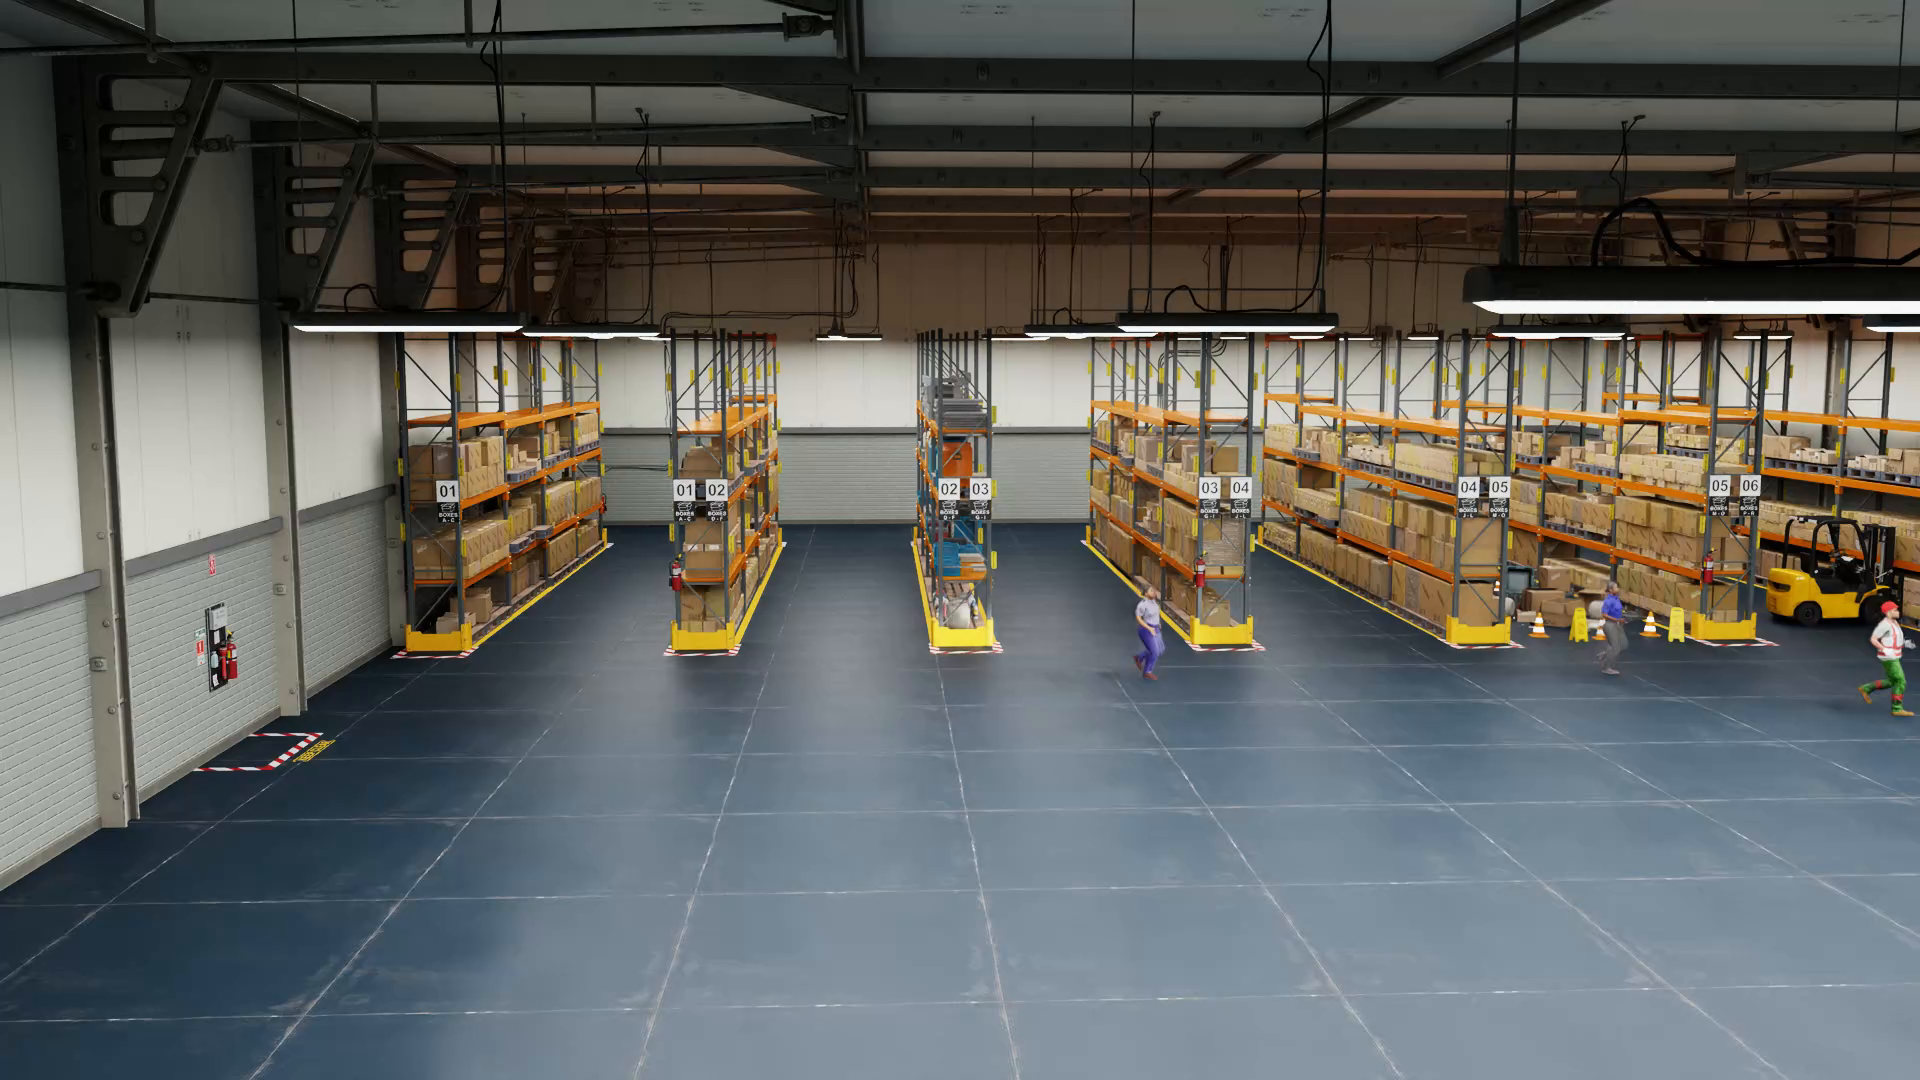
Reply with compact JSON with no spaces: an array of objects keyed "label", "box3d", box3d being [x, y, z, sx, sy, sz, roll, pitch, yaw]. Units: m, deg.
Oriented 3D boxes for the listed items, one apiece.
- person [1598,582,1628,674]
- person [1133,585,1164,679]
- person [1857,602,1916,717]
[{"label":"person","box3d":[11.358,1.528,28.852,0.550,1.607,0.571,6,9,41]},{"label":"person","box3d":[3.226,1.578,28.593,0.521,1.607,0.603,4,8,31]},{"label":"person","box3d":[14.374,1.826,25.736,0.801,1.757,0.667,7,9,44]}]
